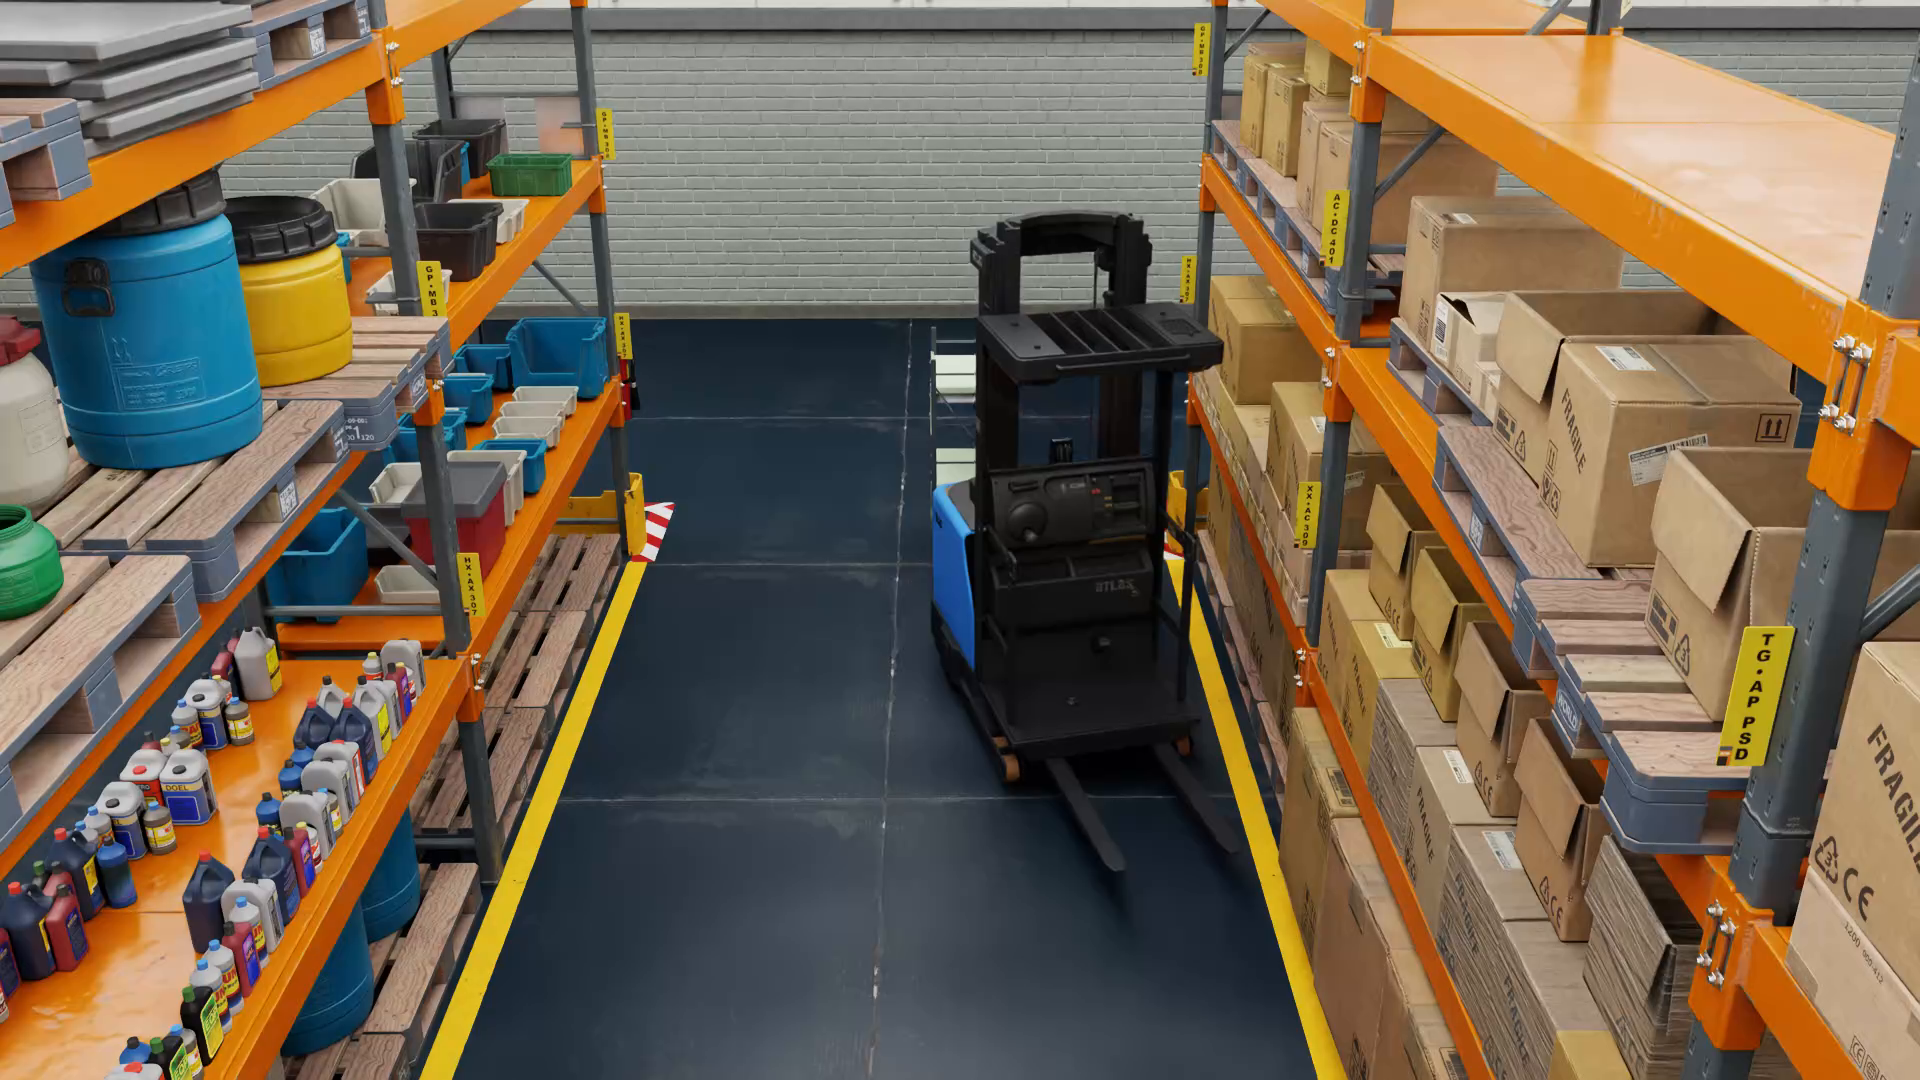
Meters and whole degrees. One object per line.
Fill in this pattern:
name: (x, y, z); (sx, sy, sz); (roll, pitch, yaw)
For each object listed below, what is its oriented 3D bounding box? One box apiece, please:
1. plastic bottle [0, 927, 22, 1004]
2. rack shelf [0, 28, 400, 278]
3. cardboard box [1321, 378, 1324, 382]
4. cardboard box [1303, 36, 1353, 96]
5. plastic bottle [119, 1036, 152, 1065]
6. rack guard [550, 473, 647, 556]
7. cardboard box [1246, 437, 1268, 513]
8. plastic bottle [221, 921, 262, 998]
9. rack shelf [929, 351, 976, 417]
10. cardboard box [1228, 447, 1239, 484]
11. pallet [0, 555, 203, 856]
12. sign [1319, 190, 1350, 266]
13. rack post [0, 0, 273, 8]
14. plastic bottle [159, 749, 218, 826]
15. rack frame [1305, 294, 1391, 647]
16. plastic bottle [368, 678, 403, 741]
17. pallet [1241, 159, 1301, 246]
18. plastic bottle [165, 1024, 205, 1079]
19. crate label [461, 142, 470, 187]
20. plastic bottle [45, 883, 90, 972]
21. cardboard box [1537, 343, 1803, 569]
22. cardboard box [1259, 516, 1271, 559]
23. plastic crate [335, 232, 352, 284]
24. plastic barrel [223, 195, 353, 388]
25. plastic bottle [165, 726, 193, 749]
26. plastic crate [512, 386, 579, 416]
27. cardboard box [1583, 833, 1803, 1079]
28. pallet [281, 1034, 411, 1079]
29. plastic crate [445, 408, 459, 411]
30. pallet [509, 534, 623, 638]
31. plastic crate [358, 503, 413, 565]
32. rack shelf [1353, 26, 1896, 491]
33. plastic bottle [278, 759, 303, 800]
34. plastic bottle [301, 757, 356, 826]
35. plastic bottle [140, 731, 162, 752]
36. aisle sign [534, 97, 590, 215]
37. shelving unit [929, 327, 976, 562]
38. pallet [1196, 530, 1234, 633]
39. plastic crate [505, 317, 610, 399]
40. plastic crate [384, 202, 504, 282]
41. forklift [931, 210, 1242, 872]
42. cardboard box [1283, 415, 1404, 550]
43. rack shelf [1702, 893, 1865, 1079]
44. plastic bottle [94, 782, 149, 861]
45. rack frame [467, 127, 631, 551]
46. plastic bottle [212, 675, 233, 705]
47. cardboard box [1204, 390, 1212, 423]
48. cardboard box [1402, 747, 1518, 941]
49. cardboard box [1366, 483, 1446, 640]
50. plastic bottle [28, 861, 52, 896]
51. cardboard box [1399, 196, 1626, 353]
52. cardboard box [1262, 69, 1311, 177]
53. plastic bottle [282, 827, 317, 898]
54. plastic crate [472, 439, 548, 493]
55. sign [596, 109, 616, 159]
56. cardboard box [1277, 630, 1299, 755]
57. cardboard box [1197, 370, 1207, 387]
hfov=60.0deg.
plastic bottle: (-3.210, 1.403, 5.534); (0.061, 0.283, 0.133); (0, 24, -1)
rack shelf: (-2.789, -1.062, 4.921); (1.077, 0.370, 4.000); (0, 24, -1)
cardboard box: (2.380, -0.784, 10.047); (0.500, 0.250, 0.500); (-1, 24, -2)
cardboard box: (2.110, -2.492, 8.701); (0.500, 0.250, 0.500); (-1, 24, -2)
plastic bottle: (-2.488, 1.626, 5.055); (0.097, 0.271, 0.097); (0, 24, 0)
rack guard: (-2.867, -0.182, 11.930); (1.175, 0.500, 0.348); (0, 24, -1)
cardboard box: (1.861, -0.357, 9.103); (0.500, 0.250, 0.500); (0, 24, 1)
plastic bottle: (-2.415, 1.382, 5.579); (0.061, 0.283, 0.133); (0, 24, -1)
rack shelf: (0.000, -1.036, 11.657); (0.431, 0.370, 0.720); (0, 24, -1)
cardboard box: (1.790, -0.438, 9.766); (0.380, 0.149, 0.250); (-1, 24, -2)
pallet: (-2.678, 0.389, 4.223); (1.003, 0.211, 1.213); (0, 24, -1)
sign: (1.587, -1.321, 7.050); (0.100, 0.325, 0.005); (0, 24, -1)
rack post: (-2.833, -2.015, 5.760); (0.937, 0.300, 0.954); (-1, 24, -2)
plastic bottle: (-3.024, 0.967, 6.506); (0.152, 0.276, 0.135); (0, 24, -1)
rack frame: (2.142, 0.315, 7.798); (1.000, 3.000, 0.127); (0, 24, -1)
plastic bottle: (-2.479, 0.705, 7.085); (0.152, 0.276, 0.135); (0, 24, -1)
pallet: (2.133, -1.850, 9.052); (1.003, 0.211, 1.213); (0, 24, -1)
plastic bottle: (-2.429, 1.602, 5.191); (0.097, 0.201, 0.097); (0, 24, 0)
crate label: (-3.167, -2.229, 9.962); (0.408, 0.251, 0.502); (0, 24, -1)
plastic bottle: (-3.068, 1.326, 5.704); (0.061, 0.283, 0.133); (0, 24, -1)
cardboard box: (2.010, -0.247, 4.769); (0.500, 0.500, 0.500); (1, 24, 2)
cardboard box: (1.803, -0.013, 8.827); (0.380, 0.149, 0.250); (0, 24, 0)
plastic crate: (-3.140, -1.327, 7.991); (0.416, 0.233, 0.300); (0, 24, -1)
plastic barrel: (-2.598, -0.932, 6.175); (0.600, 0.588, 0.600); (0, 24, 0)
plastic bottle: (-3.208, 0.859, 6.836); (0.097, 0.201, 0.097); (0, 24, 0)
plastic crate: (-2.664, -0.883, 10.694); (0.396, 0.136, 0.243); (0, 24, -1)
cardboard box: (2.194, 1.159, 4.592); (0.797, 0.503, 0.637); (1, 24, 1)
pallet: (-2.828, 2.430, 6.505); (1.003, 0.211, 1.213); (0, 24, -1)
plastic crate: (-3.253, -0.703, 10.295); (0.250, 0.136, 0.298); (0, 24, -1)
pallet: (-2.884, 0.299, 11.216); (1.003, 0.211, 1.213); (0, 24, -1)
plastic crate: (-3.091, -0.025, 8.810); (0.437, 0.125, 0.590); (0, 24, -1)
rack shelf: (2.164, -1.085, 4.970); (1.077, 0.370, 4.000); (0, 24, -1)
plastic bottle: (-2.597, 0.979, 6.486); (0.097, 0.271, 0.097); (0, 24, 0)
plastic bottle: (-2.472, 0.968, 6.503); (0.152, 0.276, 0.135); (0, 24, -1)
plastic bottle: (-3.223, 0.909, 6.625); (0.061, 0.283, 0.133); (0, 24, -1)
aisle sign: (-2.562, -2.527, 10.926); (0.394, 0.787, 0.004); (0, 24, -1)
shelving unit: (0.000, -0.681, 11.818); (0.431, 1.500, 0.755); (0, 24, -1)
pallet: (2.185, 0.266, 11.289); (1.003, 0.211, 1.213); (0, 24, -1)
plastic crate: (-2.664, -1.218, 11.070); (0.616, 0.435, 0.499); (0, 24, -1)
plastic crate: (-2.550, -1.483, 8.292); (0.497, 0.269, 0.590); (0, 24, -1)
forklift: (0.684, -0.168, 8.949); (1.130, 2.935, 3.031); (-6, 25, -13)
cardboard box: (1.870, -0.282, 8.029); (0.500, 0.500, 0.500); (0, 24, 1)
rack shelf: (2.208, 1.748, 1.861); (1.077, 0.370, 4.000); (0, 24, -1)
plastic bottle: (-3.174, 1.063, 6.294); (0.152, 0.276, 0.135); (0, 24, -1)
rack frame: (-2.854, -1.311, 11.393); (1.000, 3.000, 0.127); (0, 24, -1)
plastic bottle: (-3.212, 0.683, 7.225); (0.097, 0.201, 0.097); (0, 24, 0)
cardboard box: (1.780, -0.860, 10.700); (0.380, 0.149, 0.250); (-1, 24, -2)
cardboard box: (1.919, 1.086, 5.971); (0.500, 0.500, 0.500); (0, 24, 0)
cardboard box: (2.157, 0.075, 6.988); (0.797, 0.503, 0.637); (-1, 24, -2)
plastic bottle: (-3.214, 1.271, 5.824); (0.061, 0.283, 0.133); (0, 24, -1)
cardboard box: (2.158, -1.050, 6.544); (0.700, 0.500, 0.500); (0, 24, 1)
cardboard box: (2.097, -2.324, 9.238); (0.700, 0.500, 0.500); (-2, 24, -4)
plastic bottle: (-2.421, 1.155, 6.080); (0.061, 0.283, 0.133); (0, 24, -1)
plastic crate: (-2.575, -0.417, 9.546); (0.416, 0.233, 0.300); (0, 24, -1)
sign: (-2.304, -2.640, 10.816); (0.100, 0.325, 0.005); (0, 24, -1)
cardboard box: (2.215, 0.819, 8.751); (0.875, 0.875, 0.875); (0, 24, -1)
cardboard box: (1.834, -1.202, 10.972); (0.500, 0.250, 0.500); (-1, 24, -2)
